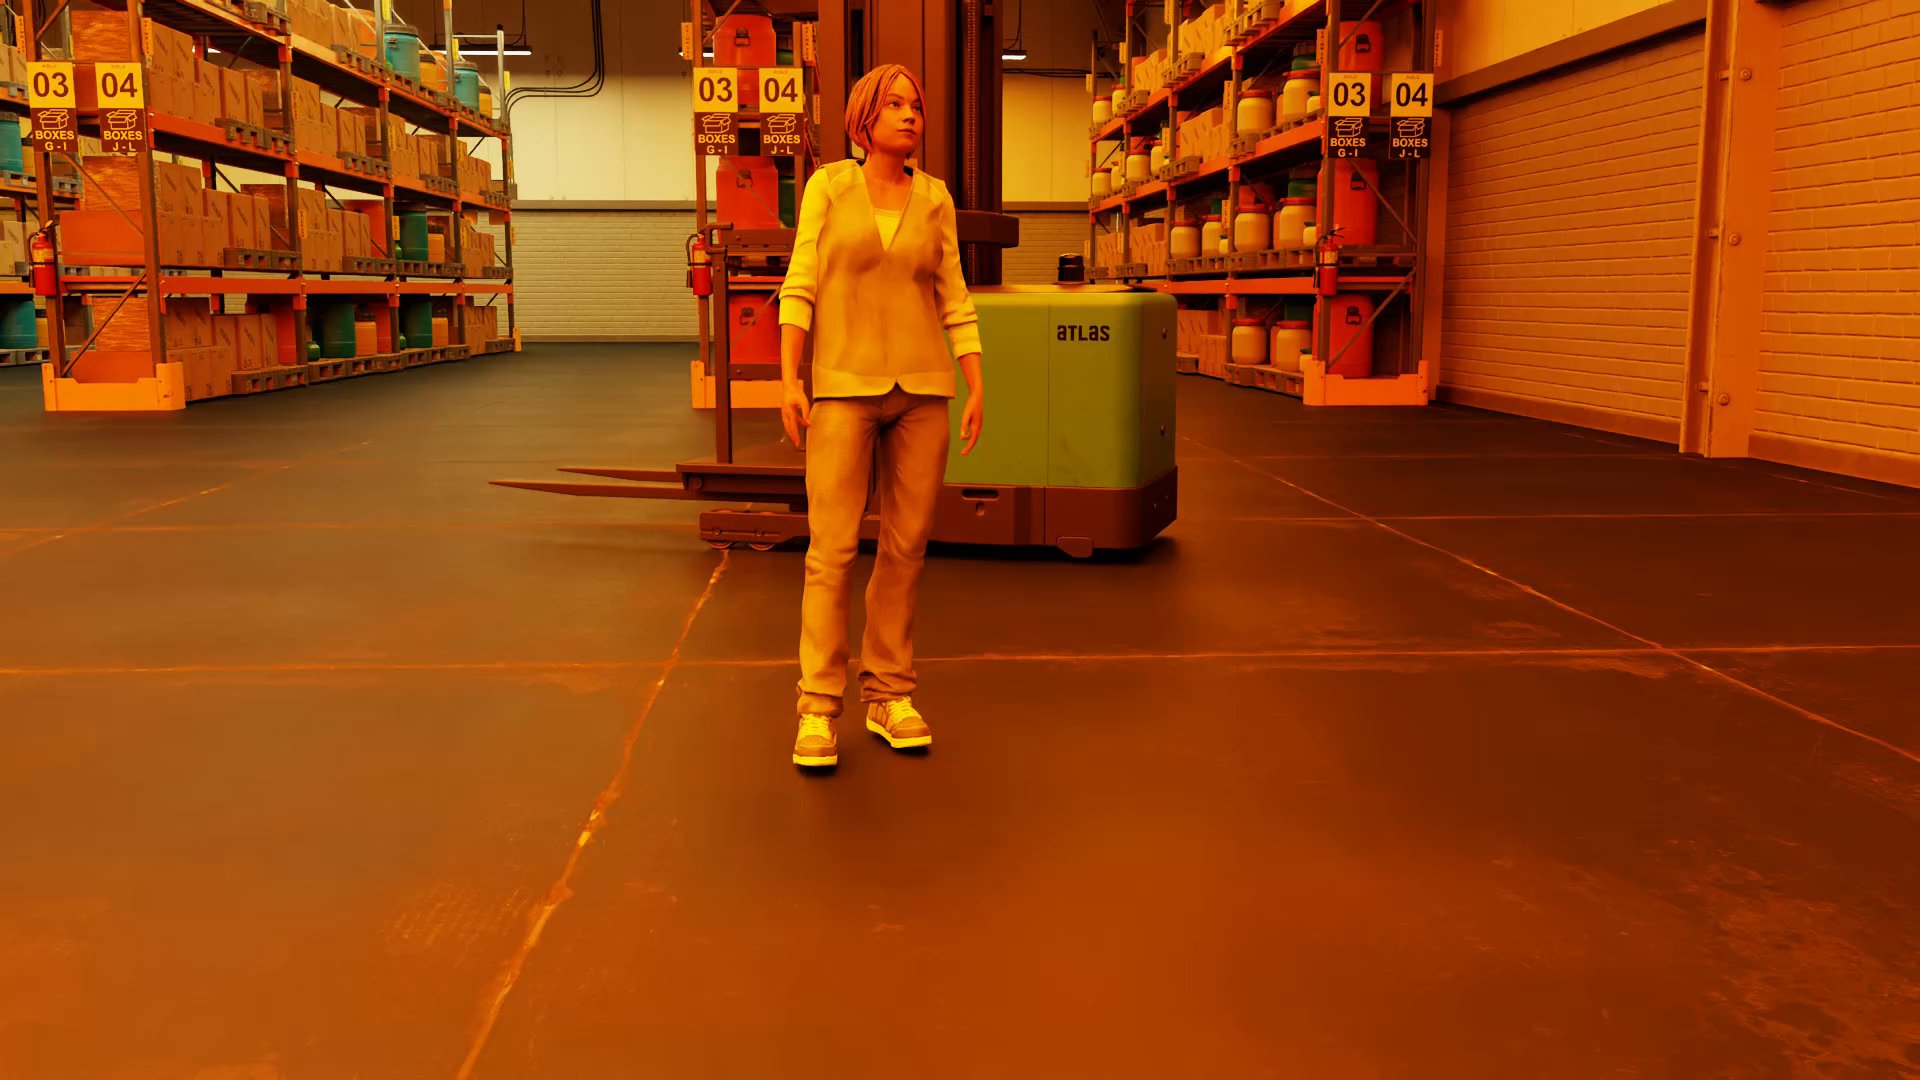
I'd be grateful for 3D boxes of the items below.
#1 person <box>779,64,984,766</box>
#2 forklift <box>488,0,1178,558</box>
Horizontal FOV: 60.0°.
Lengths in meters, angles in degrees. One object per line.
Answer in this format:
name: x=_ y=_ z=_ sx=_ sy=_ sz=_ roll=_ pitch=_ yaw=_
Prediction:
person: x=-0.174 y=-0.307 z=3.885 sx=0.519 sy=1.598 sz=0.474 roll=-3 pitch=9 yaw=-17
forklift: x=-0.602 y=-1.476 z=7.271 sx=3.031 sy=2.935 sz=1.130 roll=2 pitch=9 yaw=16
